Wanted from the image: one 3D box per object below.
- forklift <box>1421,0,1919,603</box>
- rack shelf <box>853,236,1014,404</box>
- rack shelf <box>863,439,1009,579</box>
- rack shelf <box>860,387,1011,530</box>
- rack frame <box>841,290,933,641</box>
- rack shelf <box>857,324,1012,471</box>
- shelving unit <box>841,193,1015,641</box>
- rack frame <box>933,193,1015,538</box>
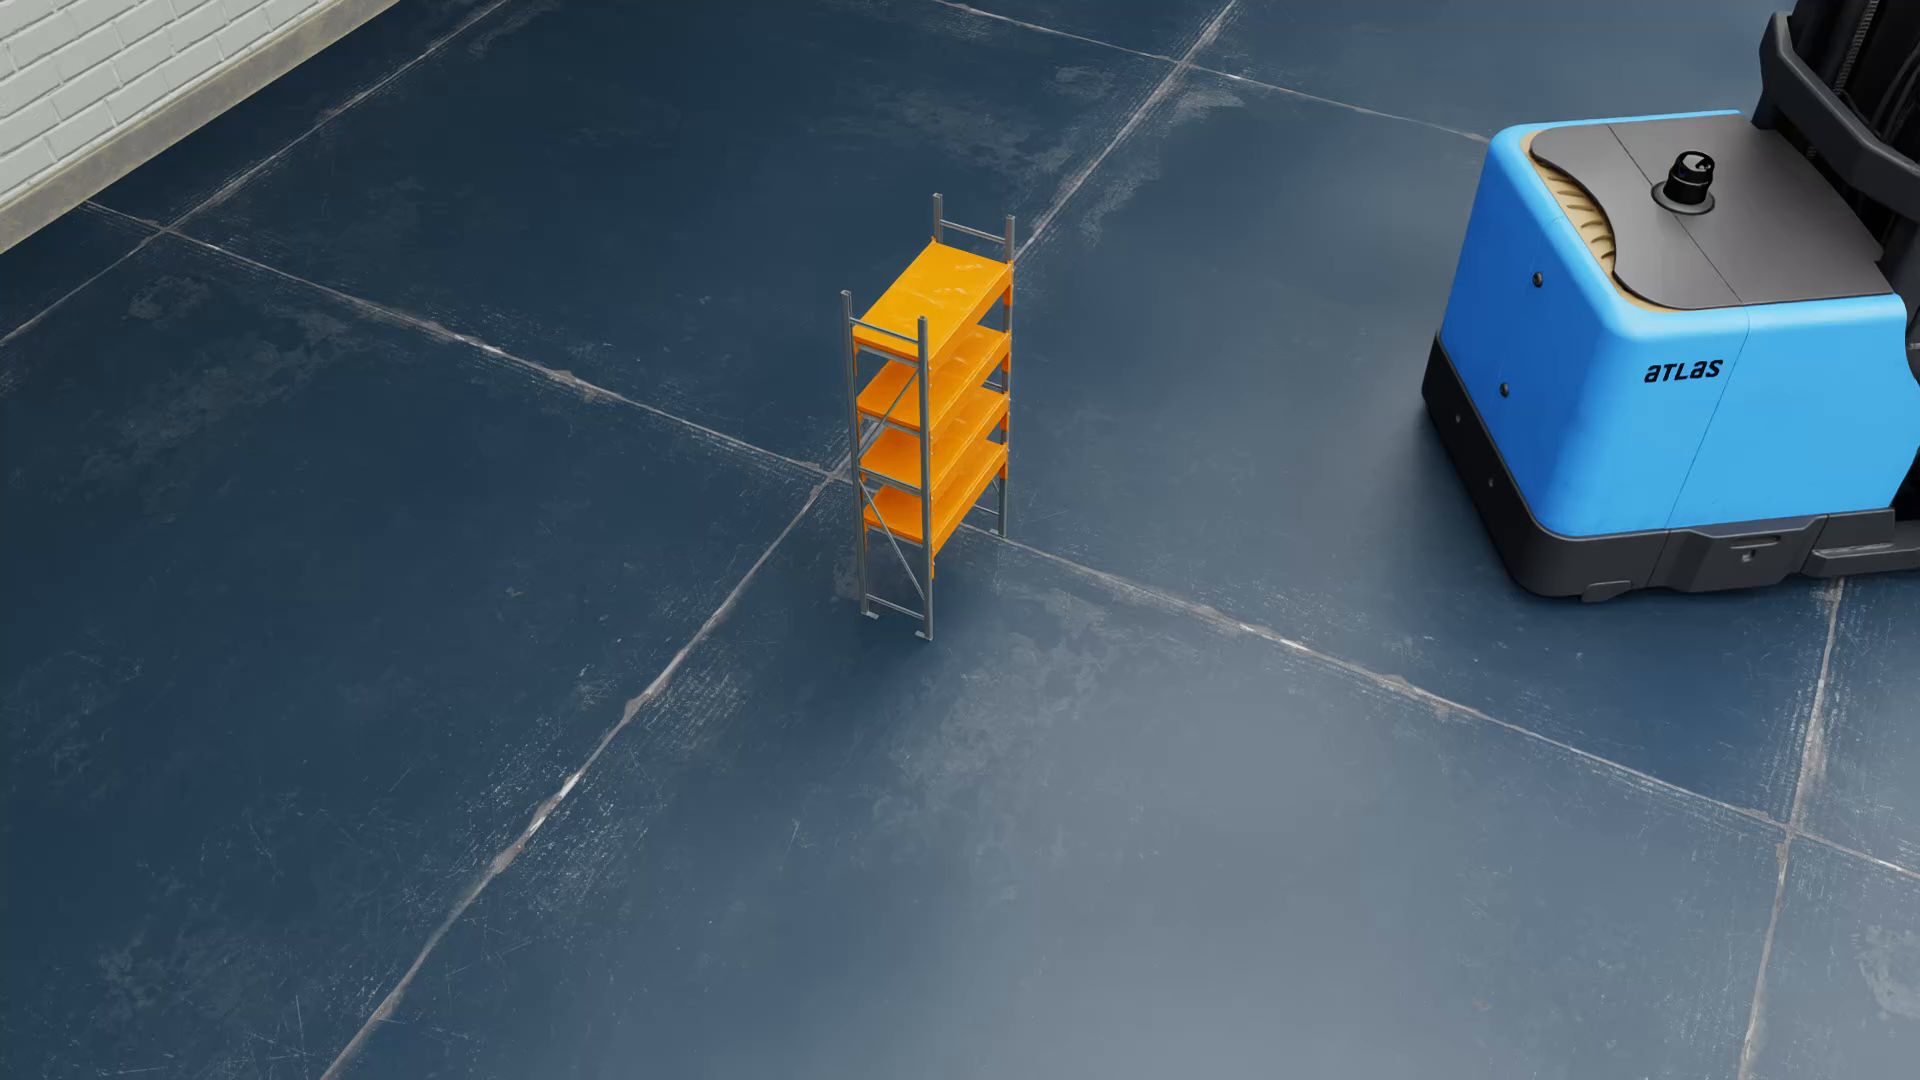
[{"bbox_3d":[3.123,-1.309,4.483,3.031,2.935,1.130,-5,46,-5],"label":"forklift"},{"bbox_3d":[-0.077,-0.594,4.441,0.258,0.148,0.480,20,49,19],"label":"rack shelf"},{"bbox_3d":[-0.077,-0.131,4.909,0.258,0.148,0.480,20,49,19],"label":"rack shelf"},{"bbox_3d":[-0.077,-0.270,4.768,0.258,0.148,0.480,20,49,19],"label":"rack shelf"},{"bbox_3d":[-0.190,-0.164,4.568,0.240,1.200,0.015,20,49,19],"label":"rack frame"},{"bbox_3d":[-0.077,-0.427,4.609,0.258,0.148,0.480,20,49,19],"label":"rack shelf"},{"bbox_3d":[-0.077,-0.317,4.720,0.258,1.200,0.503,20,49,19],"label":"shelving unit"},{"bbox_3d":[0.036,-0.471,4.872,0.240,1.200,0.015,20,49,19],"label":"rack frame"}]
